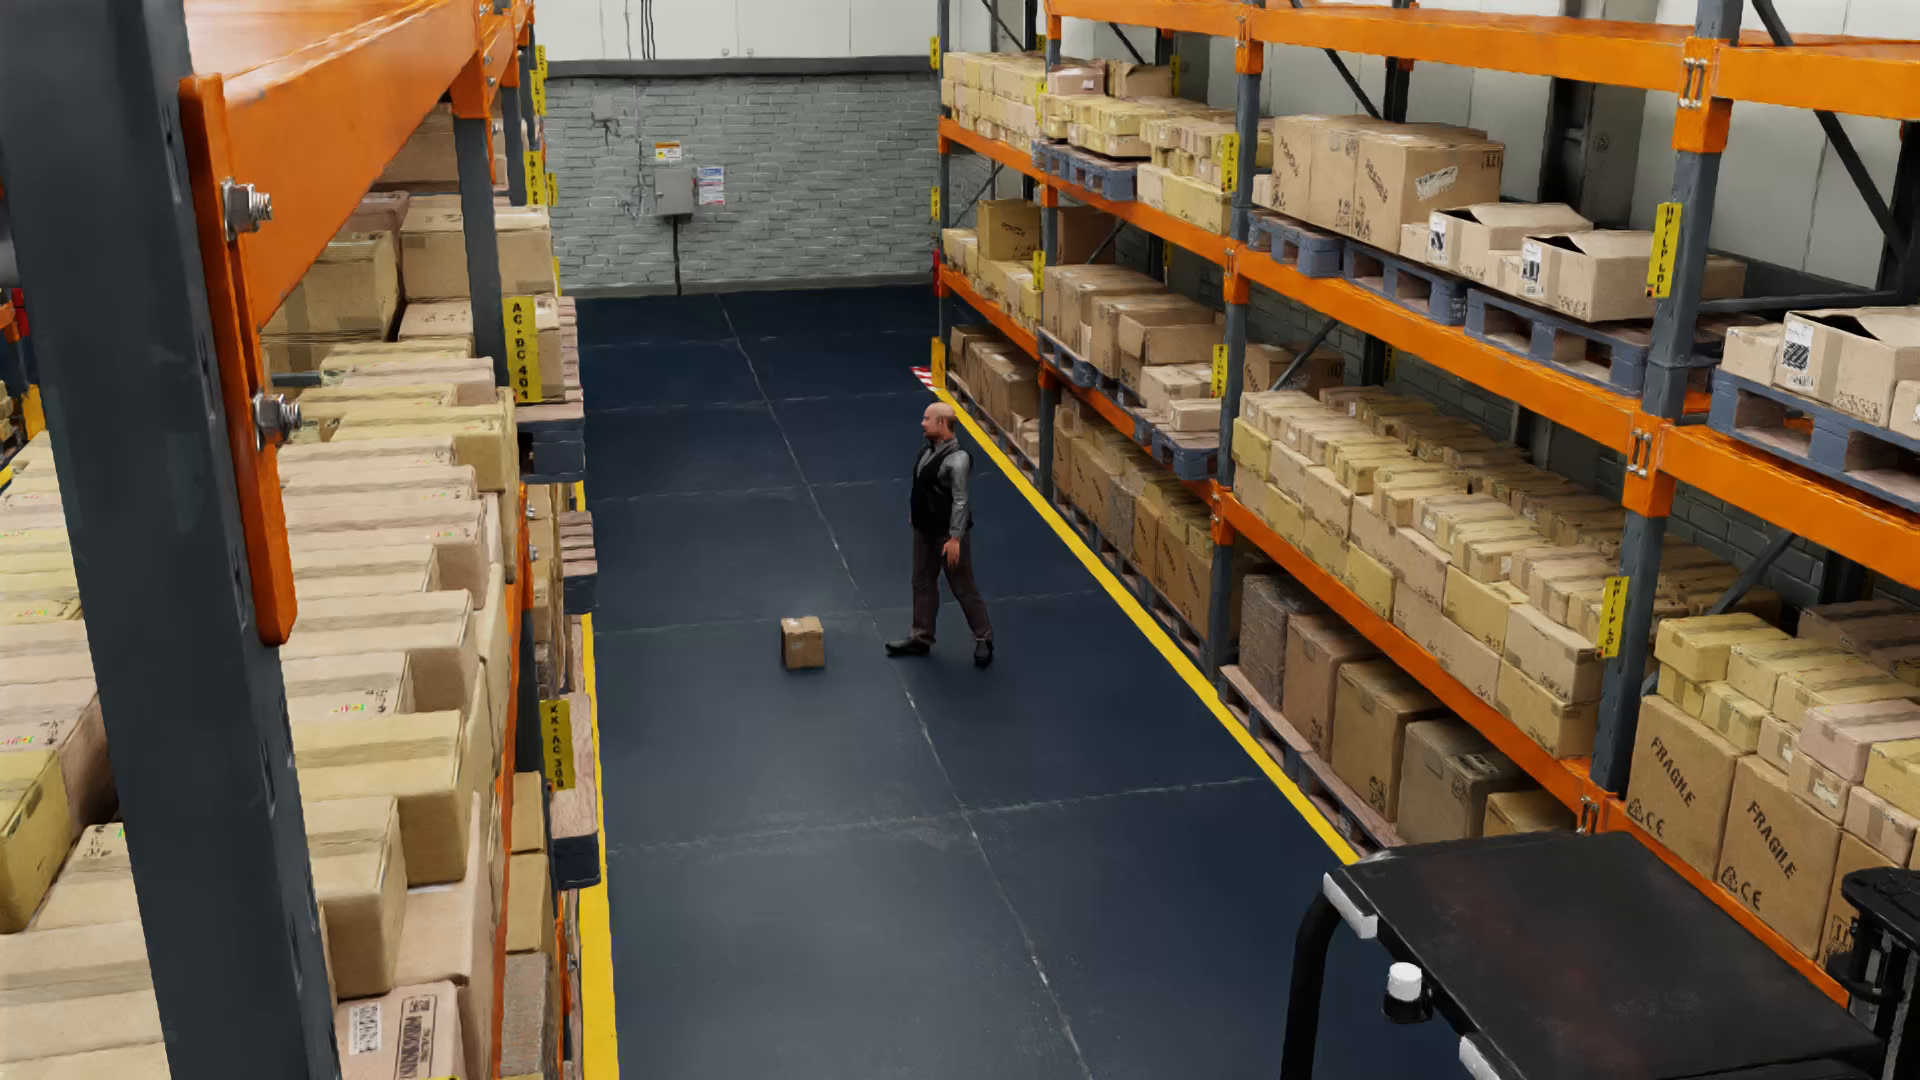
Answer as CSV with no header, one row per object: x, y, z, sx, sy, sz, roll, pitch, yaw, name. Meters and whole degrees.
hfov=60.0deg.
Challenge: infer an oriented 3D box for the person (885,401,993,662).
-0.142,-0.063,10.784,0.641,1.723,0.745,-10,22,-27,person
